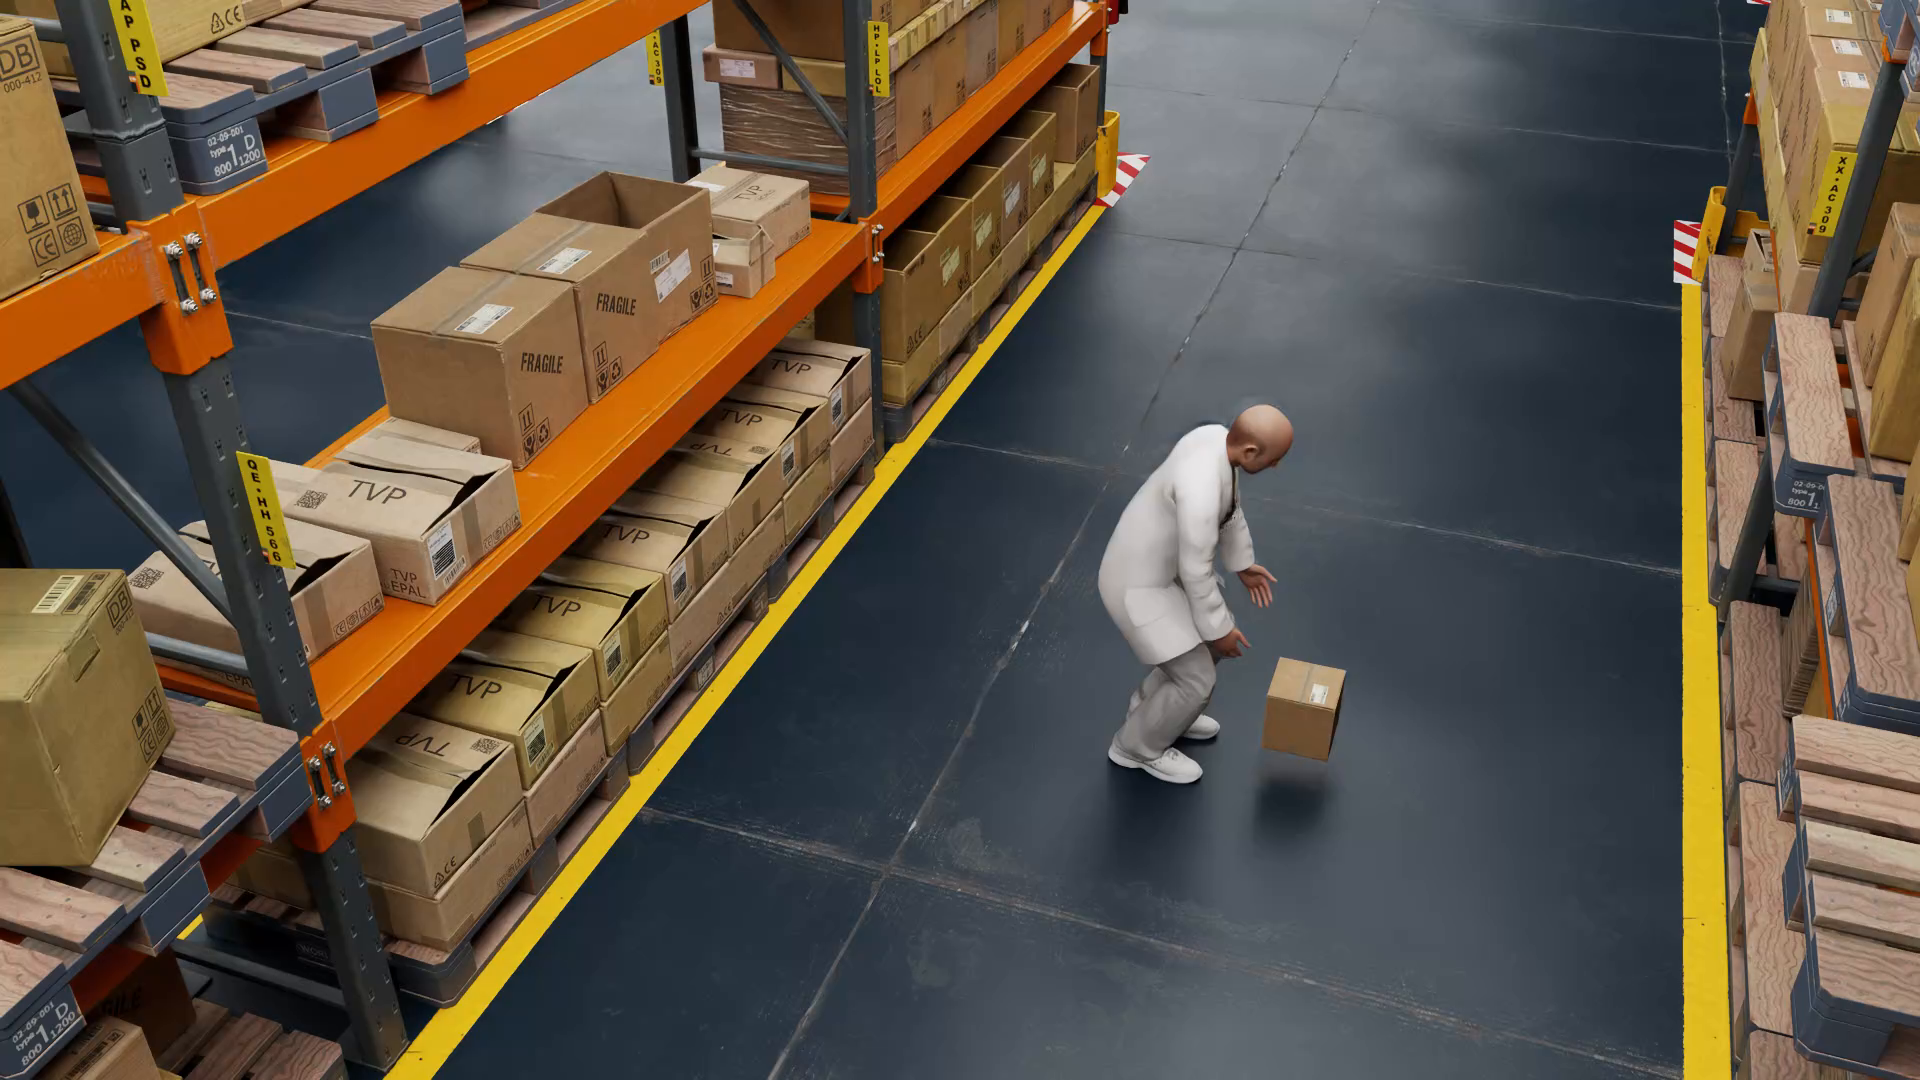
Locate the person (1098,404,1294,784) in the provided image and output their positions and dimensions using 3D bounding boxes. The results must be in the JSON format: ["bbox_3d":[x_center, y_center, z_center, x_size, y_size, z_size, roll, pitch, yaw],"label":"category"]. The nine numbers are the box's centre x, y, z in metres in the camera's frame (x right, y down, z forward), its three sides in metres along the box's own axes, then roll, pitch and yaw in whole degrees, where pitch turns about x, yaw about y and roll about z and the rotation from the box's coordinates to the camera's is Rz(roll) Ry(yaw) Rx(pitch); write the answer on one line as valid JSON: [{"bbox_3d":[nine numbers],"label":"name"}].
[{"bbox_3d":[0.836,0.161,6.131,0.636,1.538,0.614,11,34,17],"label":"person"}]
